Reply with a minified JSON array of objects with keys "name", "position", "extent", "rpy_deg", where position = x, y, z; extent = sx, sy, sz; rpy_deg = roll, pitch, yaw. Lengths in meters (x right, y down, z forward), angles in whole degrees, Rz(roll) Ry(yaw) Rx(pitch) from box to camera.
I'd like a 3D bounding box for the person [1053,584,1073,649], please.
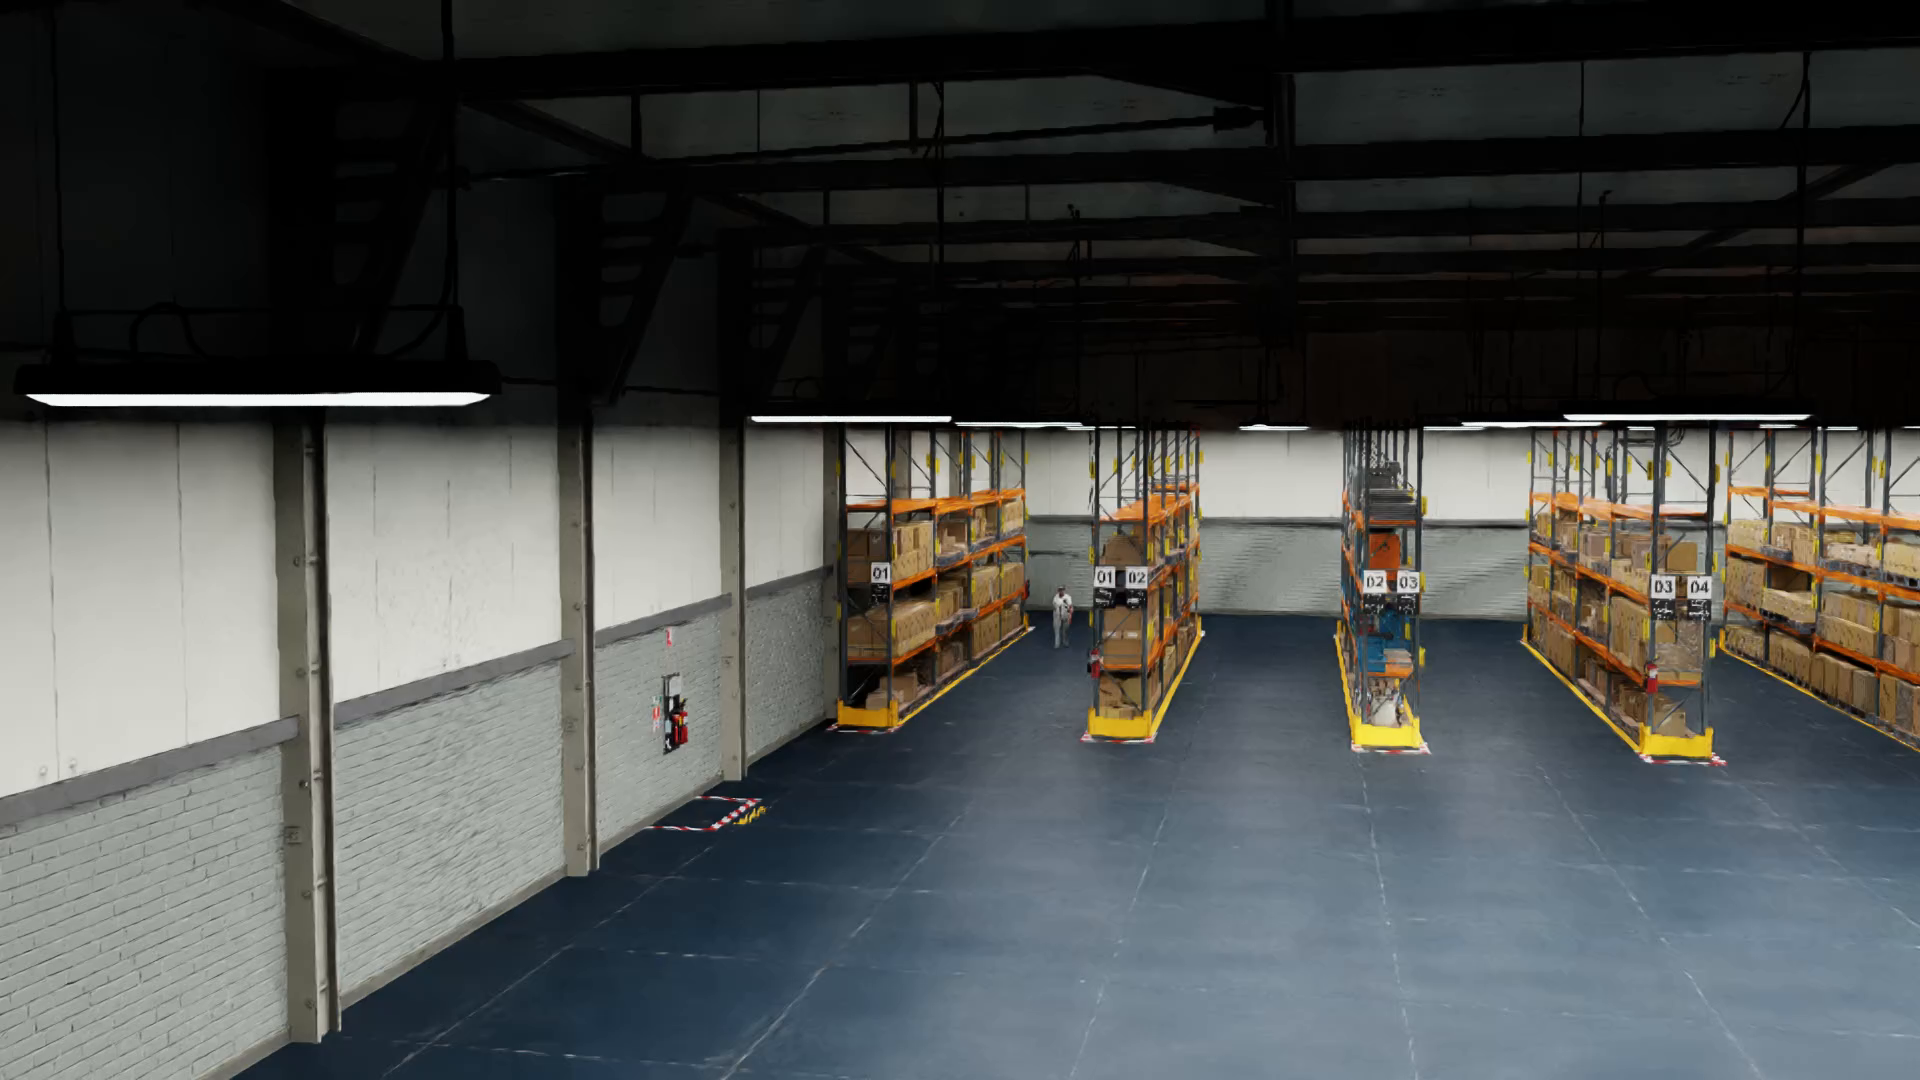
[{"name":"person","position":[2.714,2.009,44.009],"extent":[0.556,1.709,1.040],"rpy_deg":[1,4,11]}]
